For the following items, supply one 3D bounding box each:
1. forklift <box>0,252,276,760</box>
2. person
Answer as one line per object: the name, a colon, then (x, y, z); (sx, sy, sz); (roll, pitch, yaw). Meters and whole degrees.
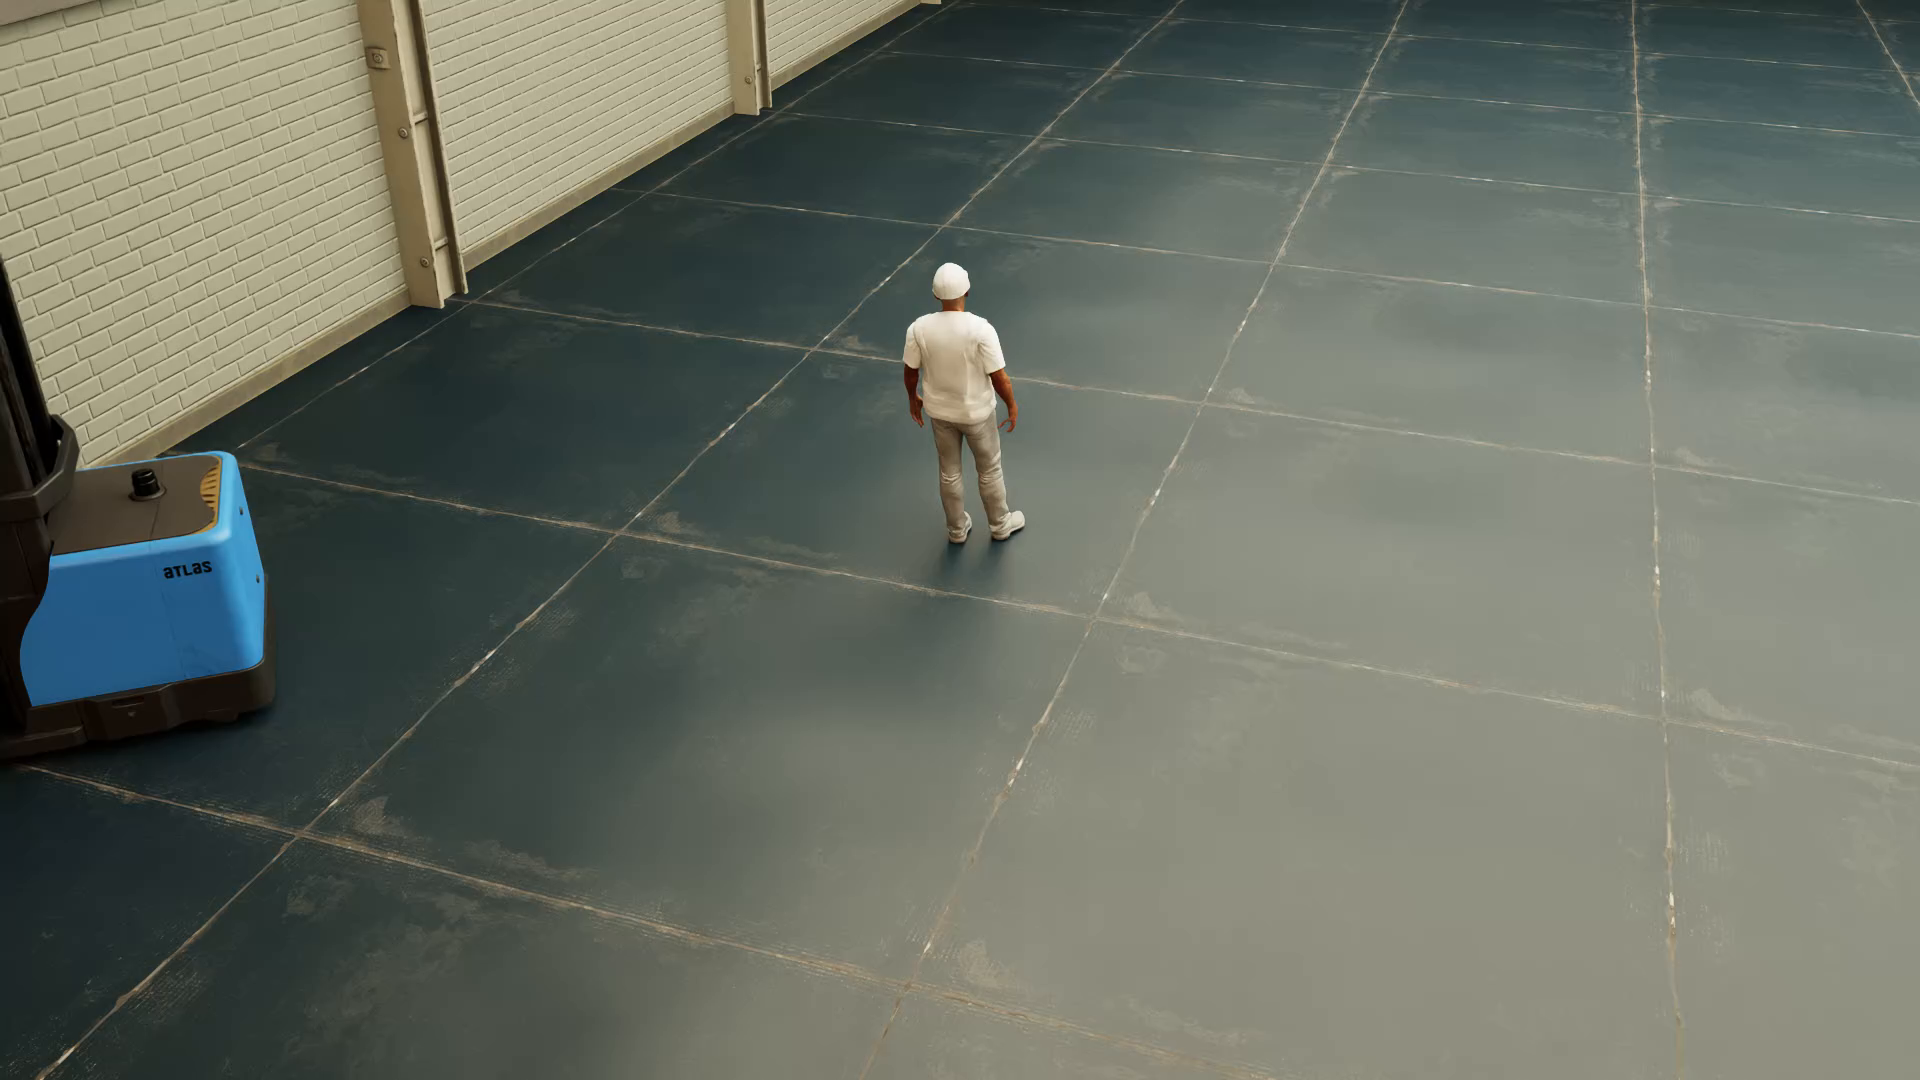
forklift: (-5.090, -0.359, 7.767); (3.031, 2.935, 1.130); (-10, 31, -17)
person: (0.028, -0.806, 9.711); (0.665, 1.768, 0.575); (10, 31, 16)
